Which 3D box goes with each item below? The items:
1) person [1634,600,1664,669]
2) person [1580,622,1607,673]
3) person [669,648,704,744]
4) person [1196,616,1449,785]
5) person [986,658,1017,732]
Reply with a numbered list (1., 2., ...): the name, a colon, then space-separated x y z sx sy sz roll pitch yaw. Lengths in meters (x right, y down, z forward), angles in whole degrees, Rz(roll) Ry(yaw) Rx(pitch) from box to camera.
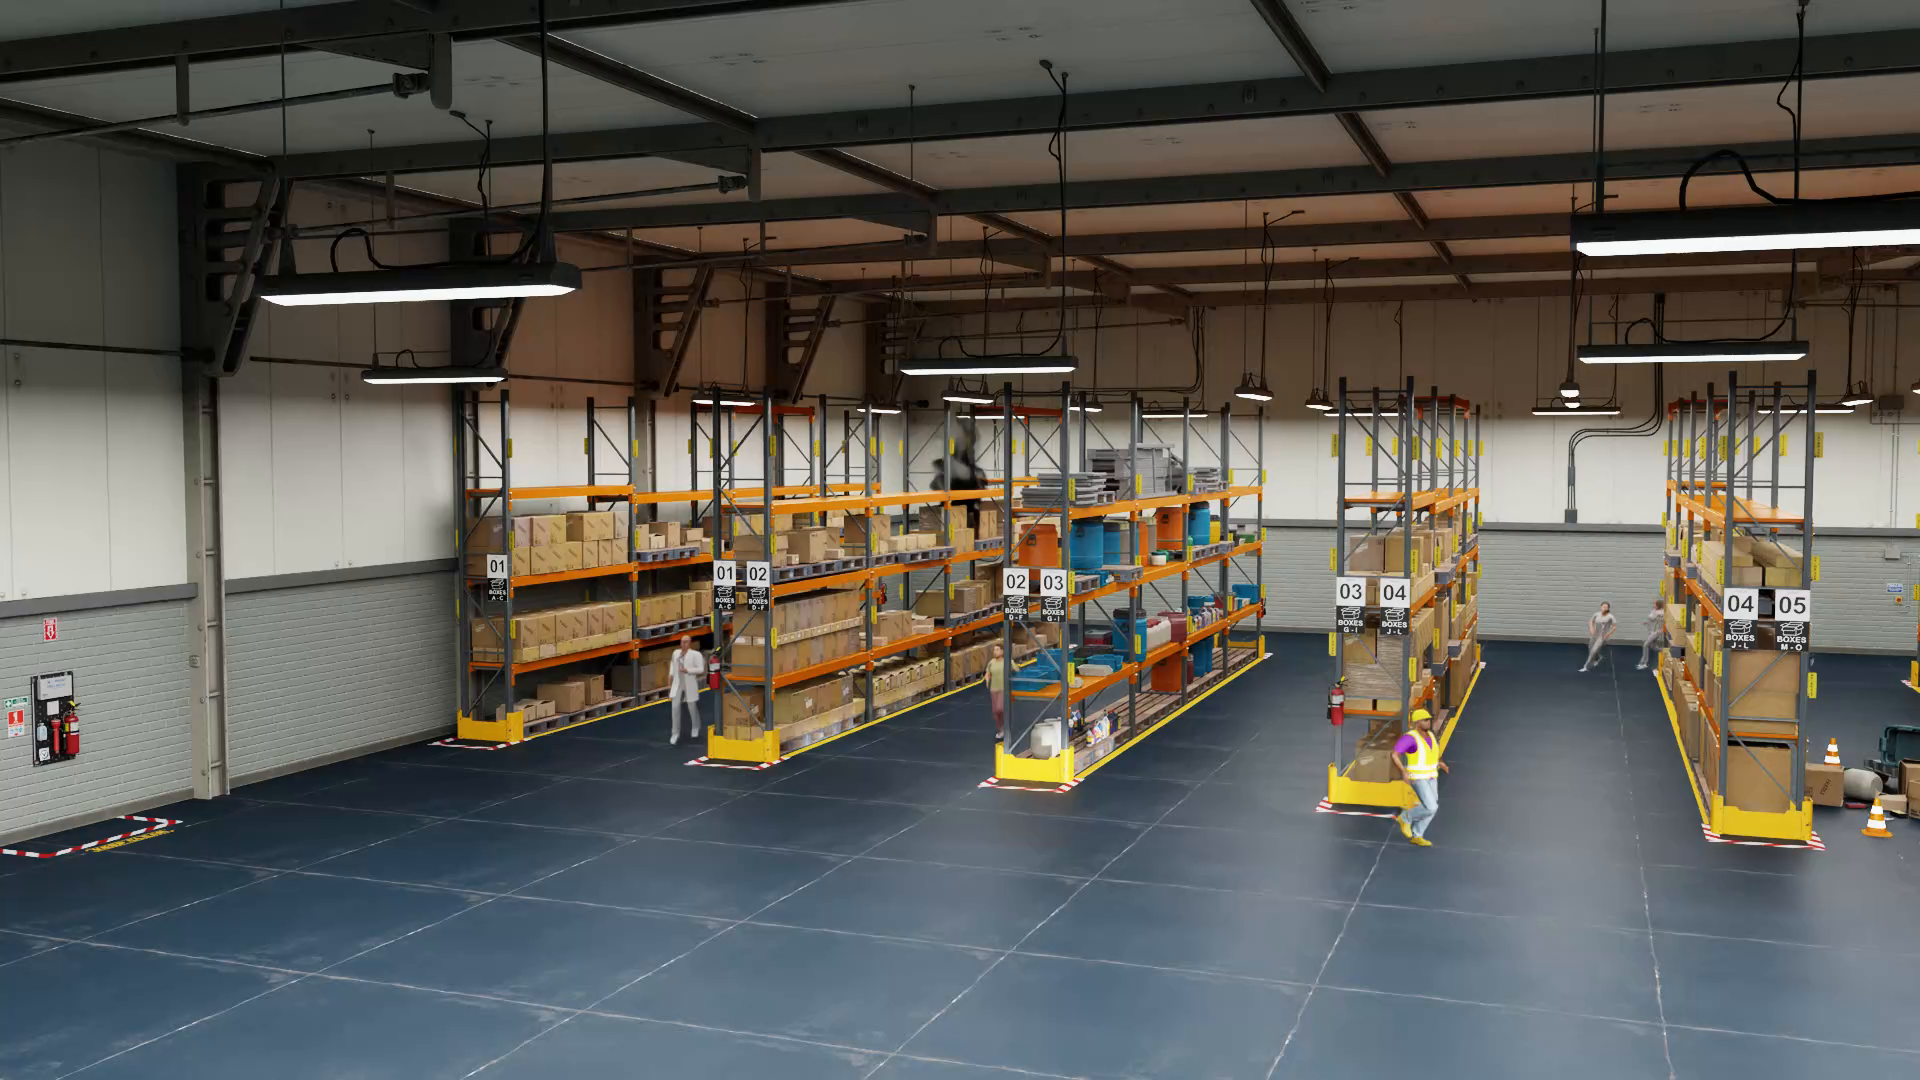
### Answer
1. person: 15.686 2.137 37.672 0.729 1.591 0.602 0 3 6
2. person: 14.292 2.380 37.243 0.486 1.151 0.802 3 4 44
3. person: -4.686 2.623 28.401 0.692 1.588 0.992 1 3 10
4. person: 5.291 2.256 27.236 7.371 0.880 11.482 -2 4 -36
5. person: 0.667 2.697 28.652 0.543 1.327 0.586 2 3 26
